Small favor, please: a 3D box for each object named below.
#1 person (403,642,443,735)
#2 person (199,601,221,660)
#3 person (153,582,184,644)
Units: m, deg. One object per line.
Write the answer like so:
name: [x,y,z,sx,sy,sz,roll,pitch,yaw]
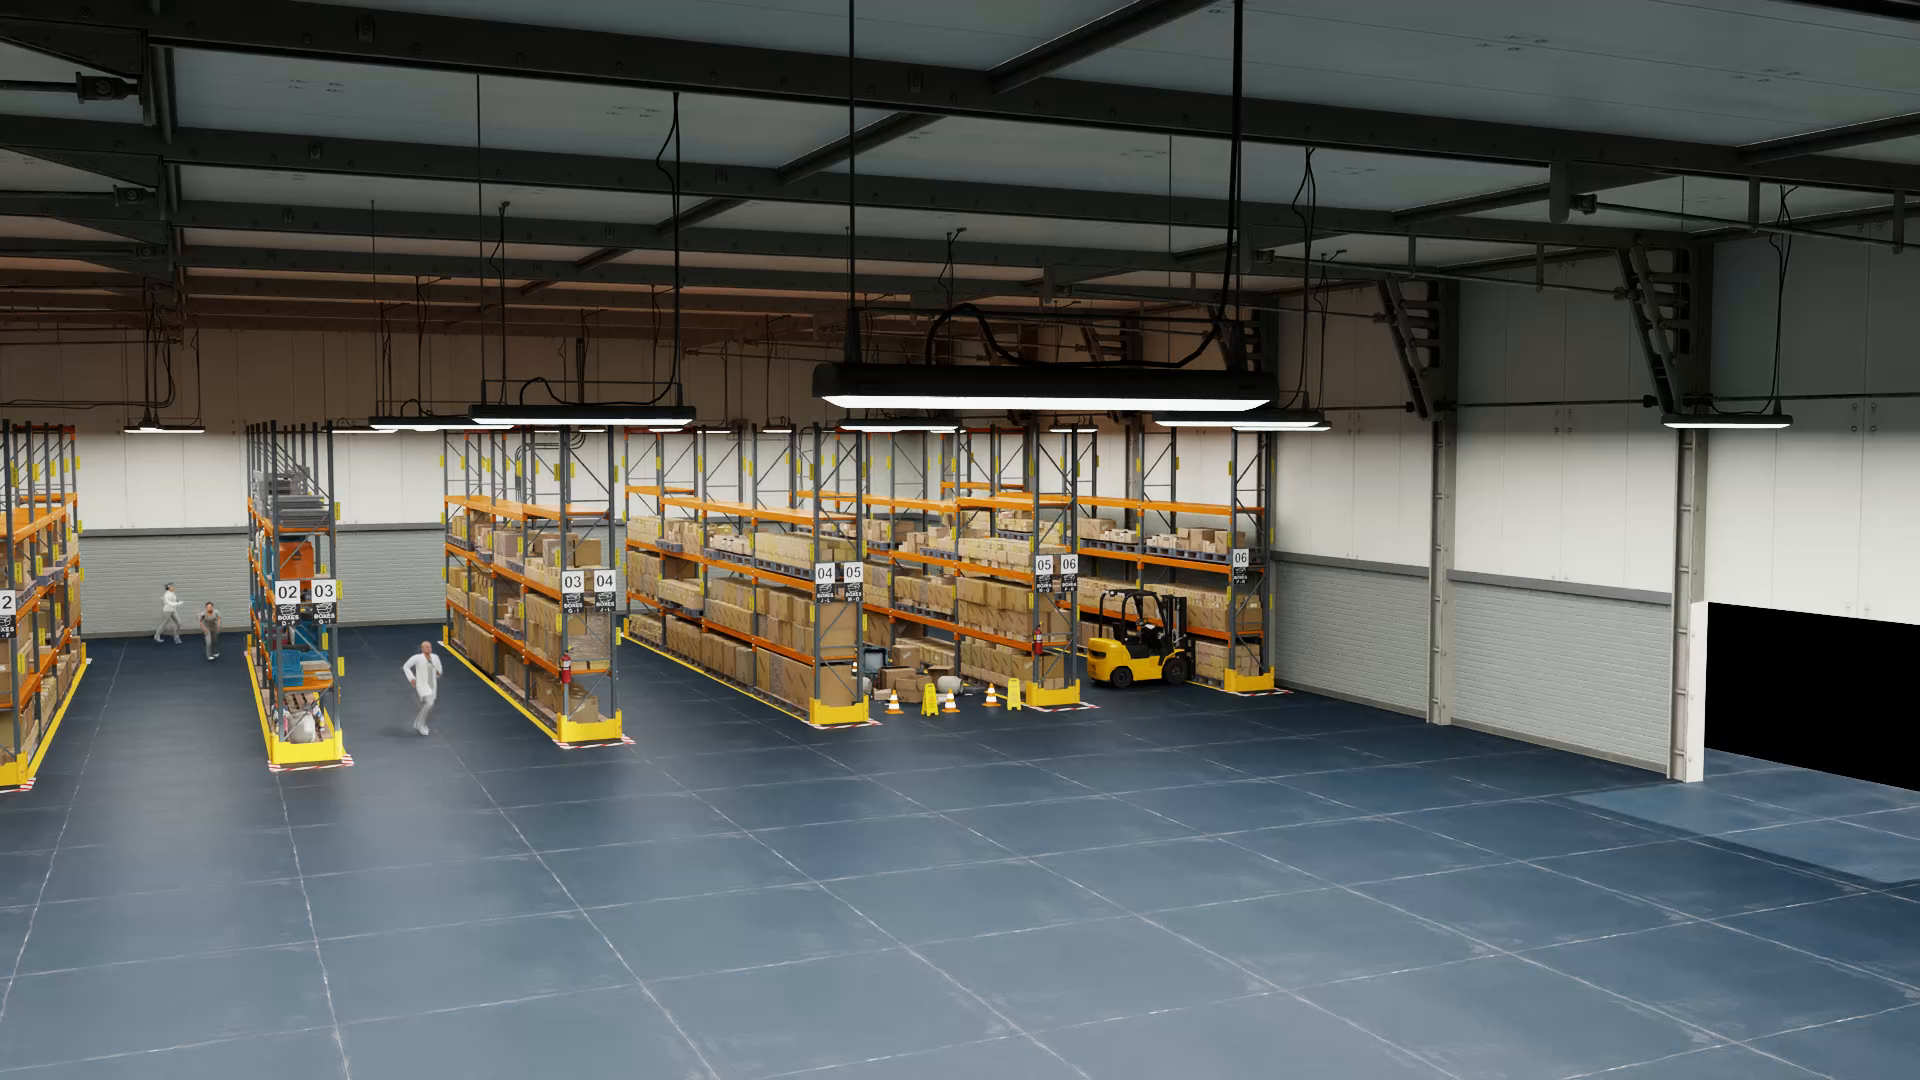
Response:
person: [-10.262,2.846,31.963,0.778,1.800,0.688,3,4,37]
person: [-19.196,2.301,42.569,0.824,1.528,0.620,3,5,44]
person: [-21.780,2.018,45.789,0.831,1.745,0.582,0,4,-4]
